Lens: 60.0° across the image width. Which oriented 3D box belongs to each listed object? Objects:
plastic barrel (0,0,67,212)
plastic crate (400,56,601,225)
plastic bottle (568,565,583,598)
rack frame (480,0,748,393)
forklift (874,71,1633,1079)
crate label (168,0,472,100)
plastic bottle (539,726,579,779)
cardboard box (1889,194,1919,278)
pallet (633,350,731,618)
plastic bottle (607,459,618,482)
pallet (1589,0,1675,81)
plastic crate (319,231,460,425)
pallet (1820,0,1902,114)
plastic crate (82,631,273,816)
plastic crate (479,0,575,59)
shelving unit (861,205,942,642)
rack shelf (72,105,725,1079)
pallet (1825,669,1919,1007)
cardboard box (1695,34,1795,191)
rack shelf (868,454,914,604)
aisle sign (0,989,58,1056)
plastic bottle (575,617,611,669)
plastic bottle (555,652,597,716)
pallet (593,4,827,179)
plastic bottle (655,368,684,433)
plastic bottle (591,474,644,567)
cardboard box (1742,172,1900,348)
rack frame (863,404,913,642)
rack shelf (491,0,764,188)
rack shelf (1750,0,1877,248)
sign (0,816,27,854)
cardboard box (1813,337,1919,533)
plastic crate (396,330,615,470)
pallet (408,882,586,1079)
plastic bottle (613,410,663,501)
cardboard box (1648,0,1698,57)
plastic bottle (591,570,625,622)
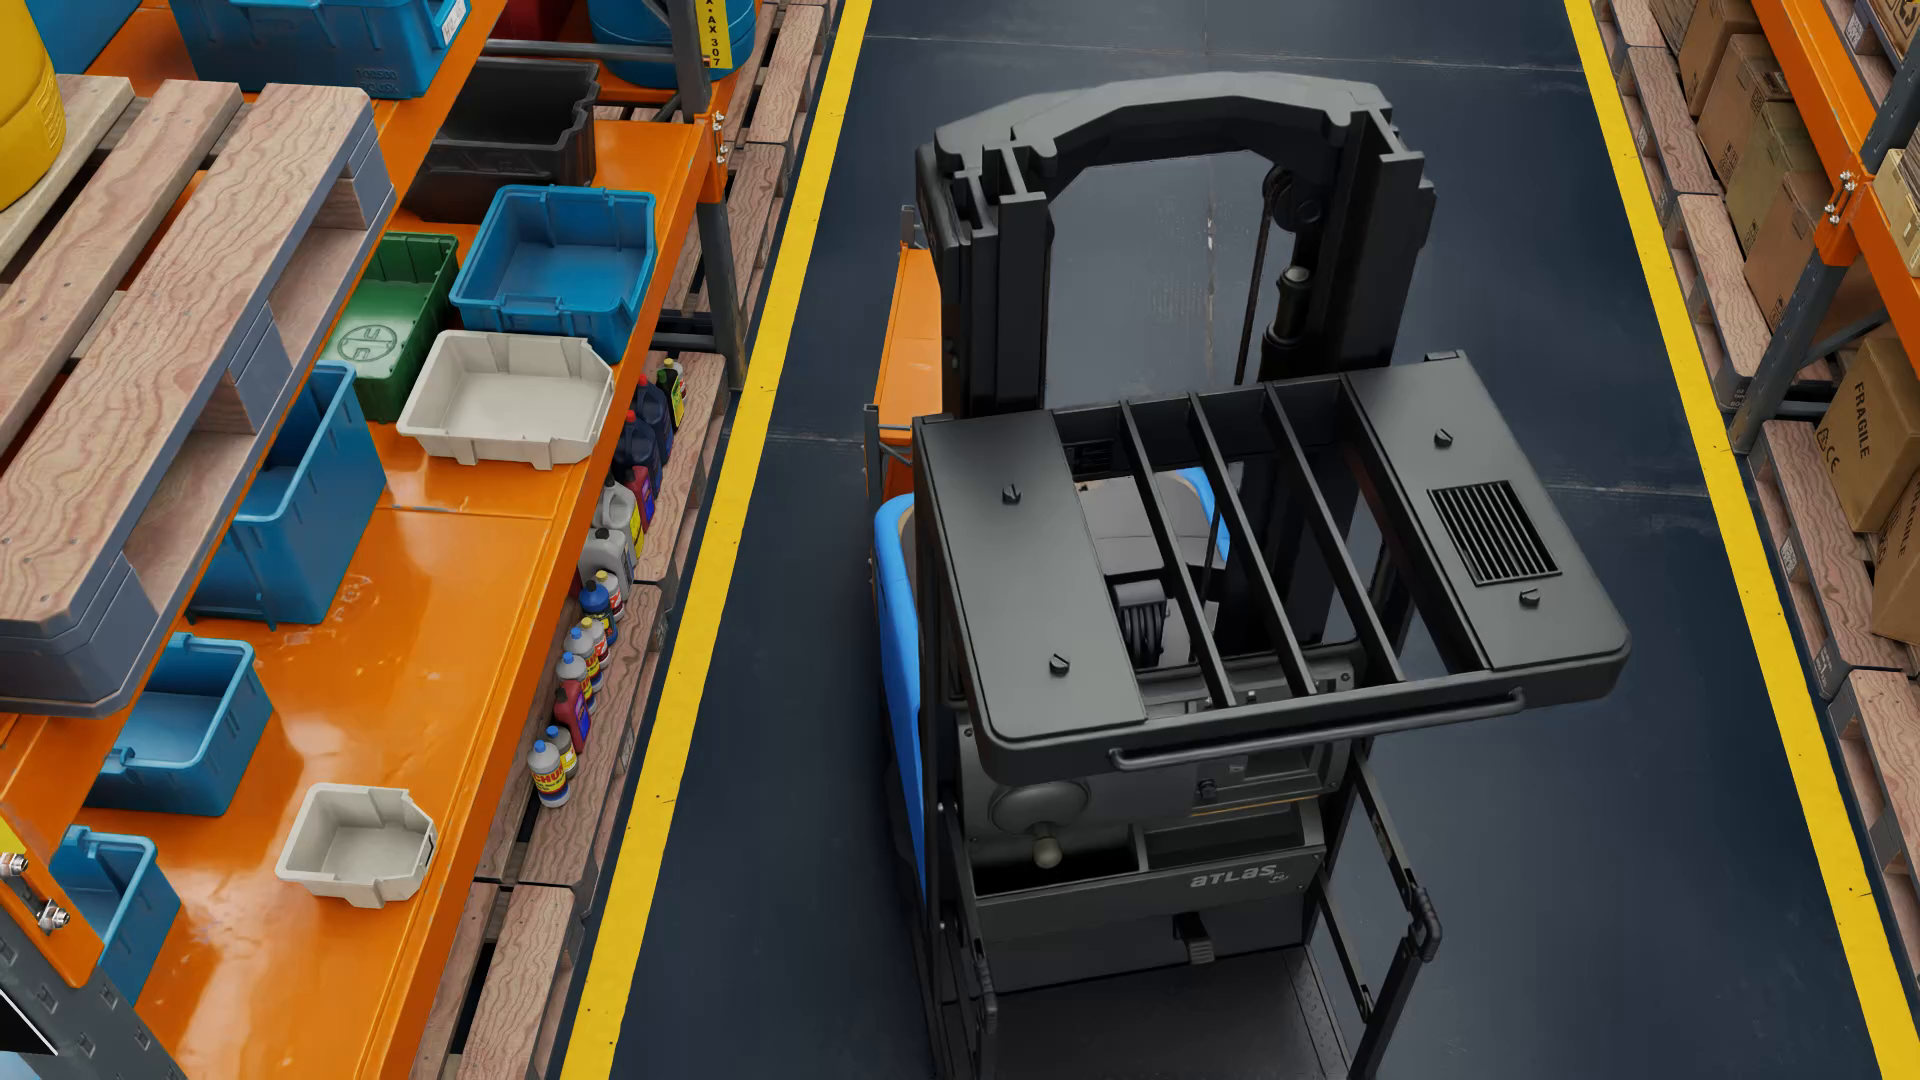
[{"bbox_3d":[-1.769,-0.817,2.520,0.600,0.588,0.600,0,48,0],"label":"plastic barrel"},{"bbox_3d":[-1.556,-1.295,5.444,0.767,0.338,0.504,4,48,4],"label":"plastic crate"},{"bbox_3d":[-1.325,0.059,5.706,0.061,0.283,0.133,4,48,4],"label":"plastic bottle"},{"bbox_3d":[-1.382,-1.692,5.765,1.000,3.000,0.127,4,48,4],"label":"rack frame"},{"bbox_3d":[0.497,0.616,3.700,1.130,2.935,3.031,-8,48,-7],"label":"forklift"},{"bbox_3d":[-1.246,-1.069,3.263,0.502,0.251,0.408,4,48,4],"label":"crate label"},{"bbox_3d":[-1.261,0.655,5.216,0.097,0.201,0.097,0,48,0],"label":"plastic bottle"},{"bbox_3d":[3.196,-0.954,5.260,0.380,0.149,0.250,4,48,4],"label":"cardboard box"},{"bbox_3d":[-1.484,-0.261,6.345,1.003,0.211,1.213,4,48,4],"label":"pallet"},{"bbox_3d":[-1.320,-0.280,6.021,0.152,0.276,0.135,4,48,4],"label":"plastic bottle"},{"bbox_3d":[3.843,-2.783,8.653,1.003,0.211,1.213,4,48,4],"label":"pallet"},{"bbox_3d":[-1.786,-0.642,4.948,0.450,0.188,0.662,4,48,4],"label":"plastic crate"},{"bbox_3d":[3.765,-1.846,6.036,1.003,0.211,1.213,4,48,4],"label":"pallet"},{"bbox_3d":[-1.934,0.432,3.923,0.499,0.251,0.408,4,48,4],"label":"plastic crate"},{"bbox_3d":[-1.642,-2.090,6.086,0.402,0.464,0.583,4,48,4],"label":"plastic crate"},{"bbox_3d":[0.001,-0.385,5.839,0.538,1.125,1.048,4,48,4],"label":"shelving unit"},{"bbox_3d":[-1.564,0.020,4.686,1.077,0.370,4.000,4,48,4],"label":"rack shelf"},{"bbox_3d":[3.416,0.977,5.214,1.003,0.211,1.213,4,48,4],"label":"pallet"},{"bbox_3d":[3.741,-1.874,7.327,0.700,0.500,0.500,0,48,0],"label":"cardboard box"},{"bbox_3d":[0.001,-0.220,6.020,0.538,0.278,1.000,4,48,4],"label":"rack shelf"},{"bbox_3d":[-1.461,0.442,2.051,0.394,0.787,0.004,4,48,4],"label":"aisle sign"},{"bbox_3d":[-1.221,0.333,5.511,0.097,0.201,0.097,0,48,0],"label":"plastic bottle"},{"bbox_3d":[-1.239,0.456,5.351,0.097,0.271,0.097,0,48,0],"label":"plastic bottle"},{"bbox_3d":[-1.240,-2.230,8.147,1.003,0.211,1.213,4,48,4],"label":"pallet"},{"bbox_3d":[-1.097,-0.549,6.262,0.061,0.283,0.133,6,48,5],"label":"plastic bottle"},{"bbox_3d":[-1.200,-0.076,5.784,0.144,0.351,0.185,4,48,3],"label":"plastic bottle"},{"bbox_3d":[3.628,-1.114,6.632,0.700,0.500,0.500,1,48,1],"label":"cardboard box"},{"bbox_3d":[-0.046,-0.011,5.498,0.500,1.125,0.032,4,48,4],"label":"rack frame"},{"bbox_3d":[-1.199,-2.919,7.375,1.077,0.370,4.000,4,48,4],"label":"rack shelf"},{"bbox_3d":[3.733,-2.586,7.070,1.077,0.370,4.000,4,48,4],"label":"rack shelf"},{"bbox_3d":[-1.199,0.272,1.930,0.100,0.325,0.005,4,48,4],"label":"sign"},{"bbox_3d":[3.475,-0.366,5.962,0.500,0.500,0.500,3,48,2],"label":"cardboard box"},{"bbox_3d":[-1.277,-0.393,4.756,0.530,0.136,0.437,4,48,4],"label":"plastic crate"},{"bbox_3d":[-1.707,1.532,4.705,1.003,0.211,1.213,4,48,4],"label":"pallet"},{"bbox_3d":[-1.171,-0.313,6.001,0.144,0.351,0.185,2,48,2],"label":"plastic bottle"},{"bbox_3d":[3.836,-2.701,8.084,0.700,0.500,0.500,0,48,0],"label":"cardboard box"},{"bbox_3d":[-1.202,0.182,5.649,0.097,0.201,0.097,0,48,0],"label":"plastic bottle"}]
